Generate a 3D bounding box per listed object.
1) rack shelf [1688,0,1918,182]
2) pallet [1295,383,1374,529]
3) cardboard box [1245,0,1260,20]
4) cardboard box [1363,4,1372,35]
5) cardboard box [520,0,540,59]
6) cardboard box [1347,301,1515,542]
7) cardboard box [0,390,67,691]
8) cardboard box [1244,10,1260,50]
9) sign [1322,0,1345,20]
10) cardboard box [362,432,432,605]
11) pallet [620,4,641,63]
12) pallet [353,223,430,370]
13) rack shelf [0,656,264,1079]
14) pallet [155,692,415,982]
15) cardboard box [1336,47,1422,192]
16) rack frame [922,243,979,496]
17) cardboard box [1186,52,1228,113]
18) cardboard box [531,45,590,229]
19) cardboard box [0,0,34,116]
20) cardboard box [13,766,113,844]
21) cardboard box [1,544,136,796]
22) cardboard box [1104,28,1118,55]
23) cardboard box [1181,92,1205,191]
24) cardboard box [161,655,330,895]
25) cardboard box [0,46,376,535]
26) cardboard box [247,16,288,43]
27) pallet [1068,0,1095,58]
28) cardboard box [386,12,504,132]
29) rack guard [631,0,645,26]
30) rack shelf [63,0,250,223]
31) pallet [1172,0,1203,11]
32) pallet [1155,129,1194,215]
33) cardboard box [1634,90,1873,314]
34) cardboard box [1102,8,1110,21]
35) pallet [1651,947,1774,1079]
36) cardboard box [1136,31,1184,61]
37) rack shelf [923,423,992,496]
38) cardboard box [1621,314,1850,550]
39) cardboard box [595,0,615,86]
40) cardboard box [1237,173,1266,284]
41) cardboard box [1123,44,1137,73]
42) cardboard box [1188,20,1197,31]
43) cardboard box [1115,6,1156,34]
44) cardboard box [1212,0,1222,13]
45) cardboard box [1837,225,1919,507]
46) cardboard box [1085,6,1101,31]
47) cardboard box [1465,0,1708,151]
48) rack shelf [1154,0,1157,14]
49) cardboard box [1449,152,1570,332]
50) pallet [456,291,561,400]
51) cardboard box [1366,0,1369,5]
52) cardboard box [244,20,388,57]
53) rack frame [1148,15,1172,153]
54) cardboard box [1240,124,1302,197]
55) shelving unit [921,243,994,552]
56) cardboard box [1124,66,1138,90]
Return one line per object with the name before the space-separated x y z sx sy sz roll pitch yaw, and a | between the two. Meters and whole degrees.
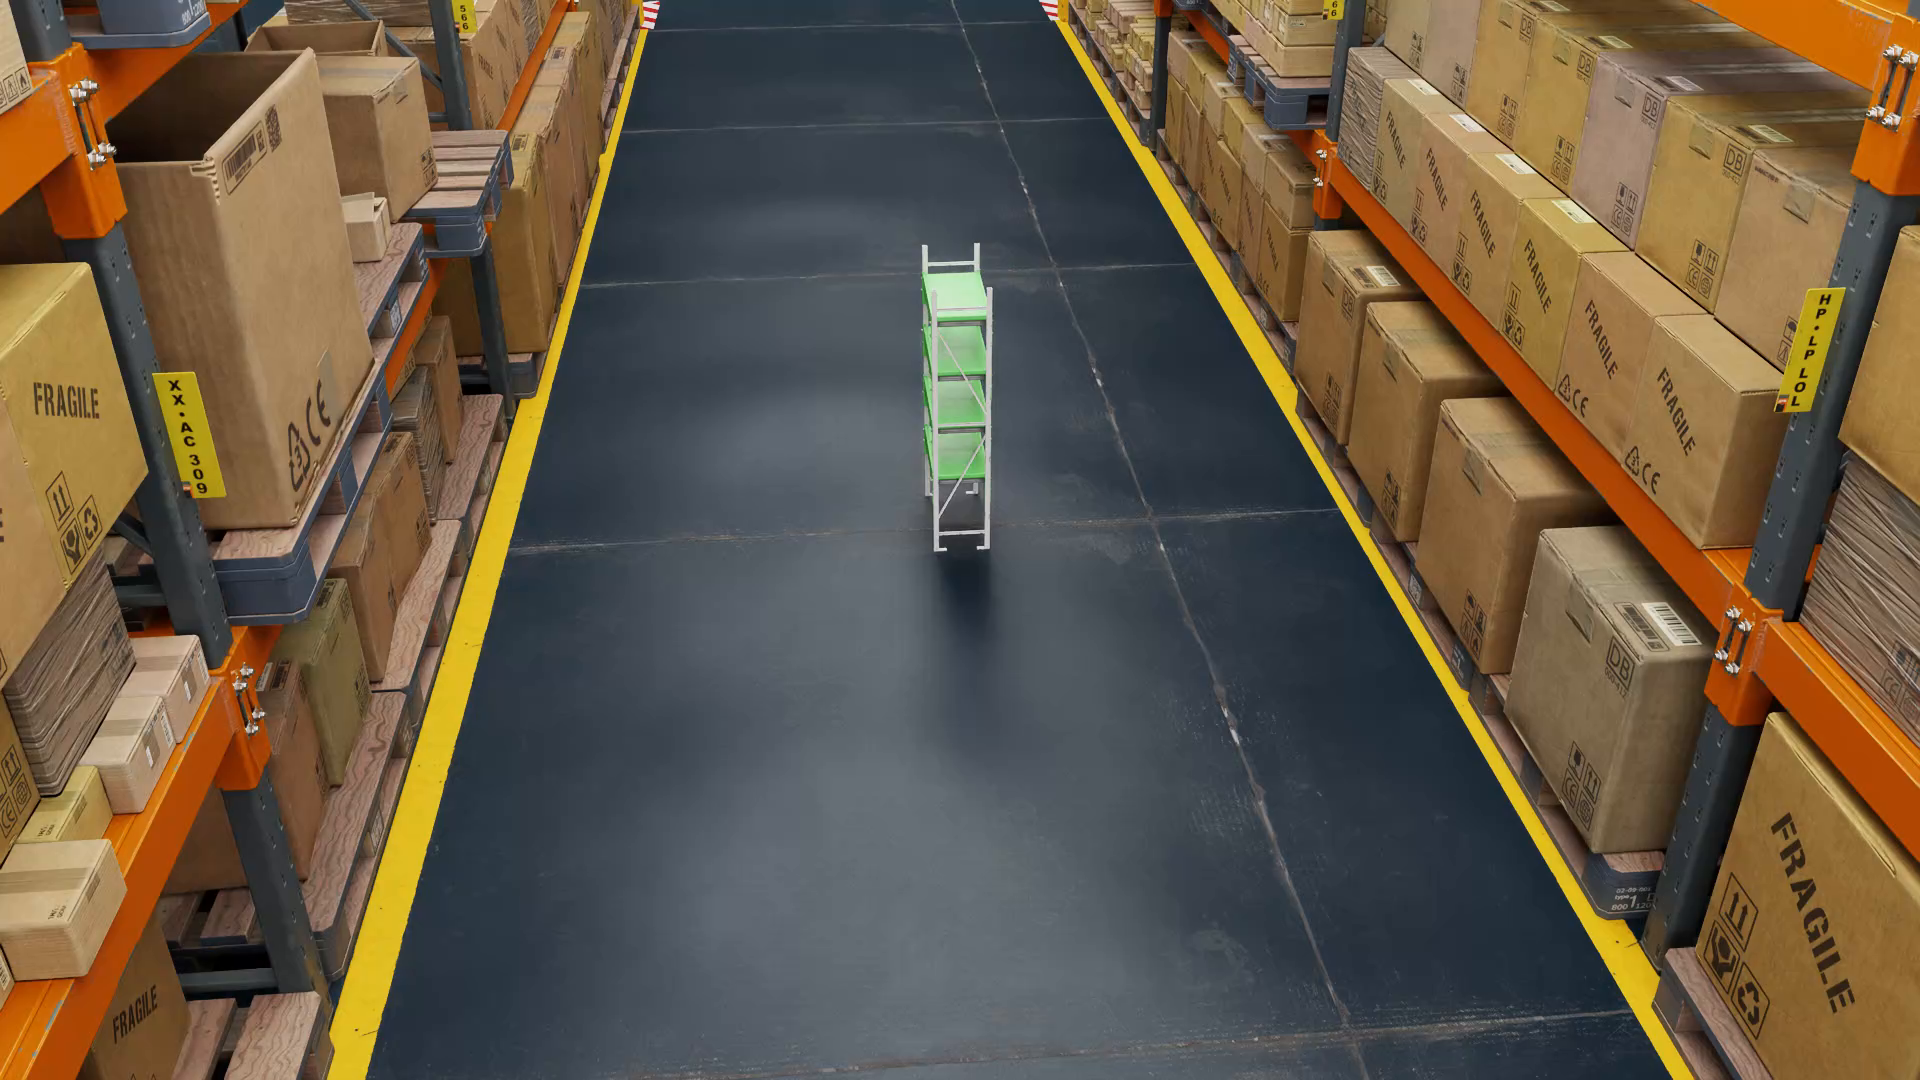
rack shelf | 2.419 -2.026 5.494 1.077 0.370 4.000 -3 31 -5
pallet | 2.231 -0.465 7.823 1.003 0.211 1.213 -3 31 -5
cardboard box | 1.679 -2.769 8.507 0.380 0.149 0.250 -2 31 -3
cardboard box | 2.314 -2.791 8.834 0.380 0.149 0.250 -1 31 -2
cardboard box | -2.637 -2.967 9.194 0.500 0.500 0.500 -3 31 -4
cardboard box | 2.284 -0.522 6.982 1.050 0.750 0.750 -2 31 -4
cardboard box | -1.978 0.032 2.909 0.500 0.500 0.500 -3 31 -5
cardboard box | 1.682 -2.629 8.562 0.380 0.149 0.250 -2 31 -4
sign | 1.693 -2.501 7.460 0.100 0.325 0.005 -3 31 -5
cardboard box | -2.509 -0.085 6.476 0.700 0.500 0.500 0 31 0
pallet | -3.310 -4.365 14.352 1.003 0.211 1.213 -3 31 -5
pallet | -2.490 -0.791 5.837 1.003 0.211 1.213 -3 31 -5
rack shelf | -2.155 1.490 2.532 1.077 0.370 4.000 -3 31 -5
pallet | -2.416 0.959 5.438 1.003 0.211 1.213 -3 31 -5
cardboard box | 2.005 -1.869 7.357 0.500 0.500 0.500 -2 31 -4
rack frame | -0.038 -0.724 7.292 0.240 1.200 0.015 -3 31 -5
cardboard box | 1.717 -2.878 10.440 0.500 0.250 0.500 -2 31 -3
cardboard box | -2.925 -2.411 10.023 1.225 0.875 0.875 -4 31 -6
cardboard box | -2.039 -0.843 2.958 0.500 0.250 0.500 -2 31 -3
cardboard box | -2.052 0.622 3.529 0.380 0.149 0.250 -3 31 -5
cardboard box | -2.361 0.222 3.566 0.875 0.500 0.500 -3 31 -5
cardboard box | 1.373 -4.037 13.455 0.380 0.149 0.250 -3 31 -5
cardboard box | 1.714 -2.558 10.635 0.500 0.500 0.500 -1 31 -2
cardboard box | -2.378 0.729 5.112 0.700 0.500 0.500 -5 31 -8
cardboard box | -2.277 -0.690 4.486 1.000 1.000 1.000 -3 31 -4
cardboard box | -3.008 -2.165 7.853 0.500 0.500 0.500 -2 31 -3
pallet | 1.532 -4.501 14.579 1.003 0.211 1.213 -3 31 -5
cardboard box | -2.490 -2.187 7.888 0.500 0.500 0.500 -2 31 -3
rack guard | -3.465 -4.906 14.976 1.175 0.500 0.348 -3 31 -5
rack shelf | -2.529 -1.840 5.182 1.077 0.370 4.000 -3 31 -5
pallet | 1.785 -3.631 10.591 1.003 0.211 1.213 -3 31 -5
pallet | 1.933 -2.516 11.257 1.003 0.211 1.213 -3 31 -5
cardboard box | 2.504 -1.014 4.950 0.700 0.500 0.500 -3 31 -5
cardboard box | 1.394 -4.427 13.817 0.380 0.149 0.250 -4 31 -7
pallet | 2.599 1.563 4.428 1.003 0.211 1.213 -3 31 -5
cardboard box | 1.503 -3.620 12.176 0.380 0.149 0.250 -2 31 -4
rack shelf | -0.015 -0.339 7.240 0.258 0.148 0.480 -3 31 -5
cardboard box | 2.291 -0.323 4.768 0.500 0.500 0.500 -3 31 -5
cardboard box | -3.155 -3.993 12.672 0.875 0.875 0.875 -3 31 -5
cardboard box | 1.866 -1.764 9.307 0.500 0.500 0.500 -2 31 -3
cardboard box | 1.432 -3.614 12.456 0.380 0.149 0.250 -4 31 -6
cardboard box | 1.946 -3.911 12.662 0.380 0.149 0.250 -4 31 -6
cardboard box | 1.408 -4.017 12.841 0.380 0.149 0.250 -4 31 -7
cardboard box | 1.614 -3.026 9.226 0.380 0.149 0.250 -2 31 -3
cardboard box | 2.606 -0.364 3.735 0.875 0.550 0.550 -3 31 -5
cardboard box | 1.266 -4.435 14.120 0.380 0.149 0.250 -2 31 -4
cardboard box | 2.363 -1.791 6.251 0.700 0.500 0.500 -3 31 -5
rack shelf | 1.671 -4.823 13.101 1.077 0.370 4.000 -3 31 -5
cardboard box | 2.147 -1.098 6.065 0.500 0.500 0.500 -3 31 -5
pallet | -2.714 -1.091 8.871 1.003 0.211 1.213 -3 31 -5
cardboard box | 2.307 -2.928 8.773 0.380 0.149 0.250 -3 31 -4
cardboard box | -2.625 -1.832 6.885 0.500 0.500 0.500 -6 31 -11
rack frame | 1.858 -4.111 11.207 1.000 3.000 0.127 -3 31 -5
cardboard box | 1.849 -2.092 9.123 0.500 0.250 0.500 -2 31 -4
shelving unit | -0.015 -0.600 7.084 0.258 1.200 0.503 -3 31 -5
cardboard box | 1.453 -3.519 12.588 0.380 0.149 0.250 -4 31 -6
